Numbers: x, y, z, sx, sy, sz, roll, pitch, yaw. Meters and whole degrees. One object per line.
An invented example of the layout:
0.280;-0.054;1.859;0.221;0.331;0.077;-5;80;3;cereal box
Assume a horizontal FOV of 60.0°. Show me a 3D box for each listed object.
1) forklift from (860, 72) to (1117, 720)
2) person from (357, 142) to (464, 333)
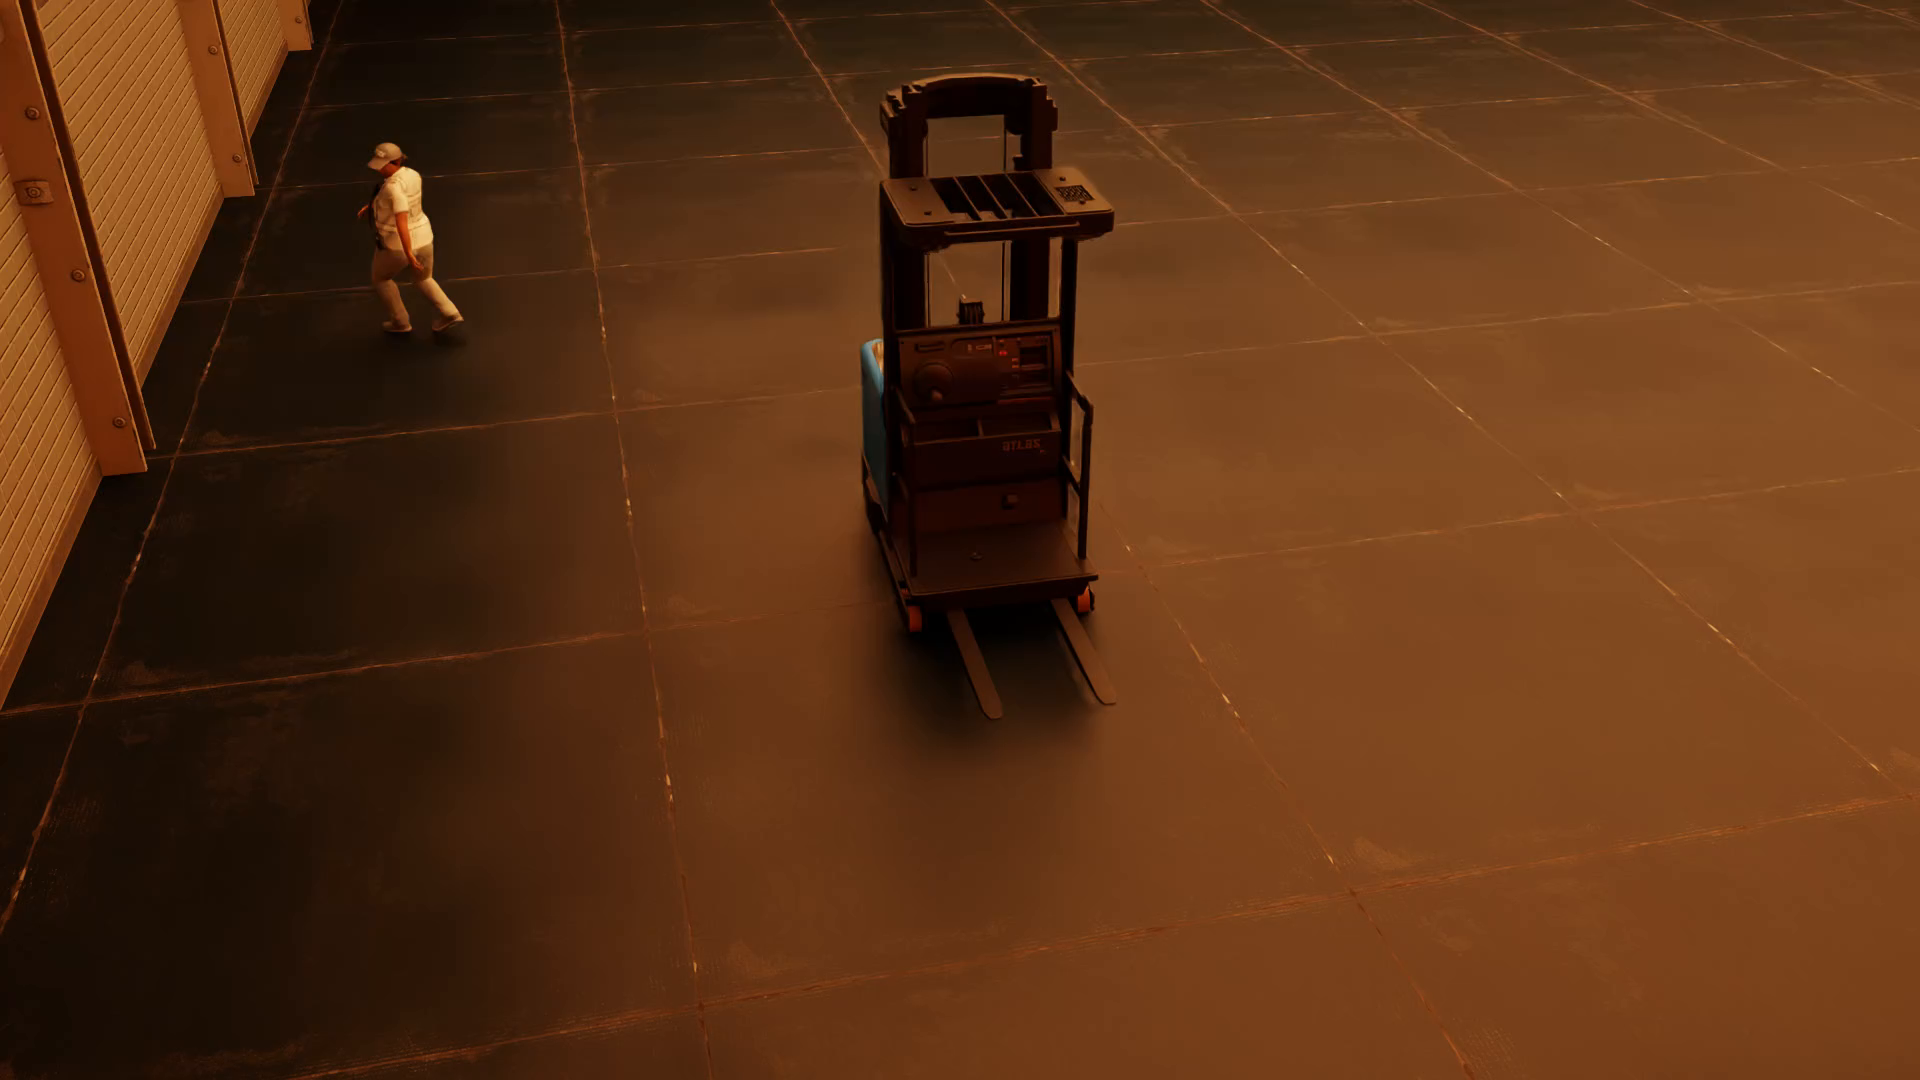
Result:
0.163;-0.938;9.195;1.130;2.935;3.031;-6;31;-10;forklift
-4.328;-2.326;12.963;0.787;1.585;0.529;16;34;26;person
